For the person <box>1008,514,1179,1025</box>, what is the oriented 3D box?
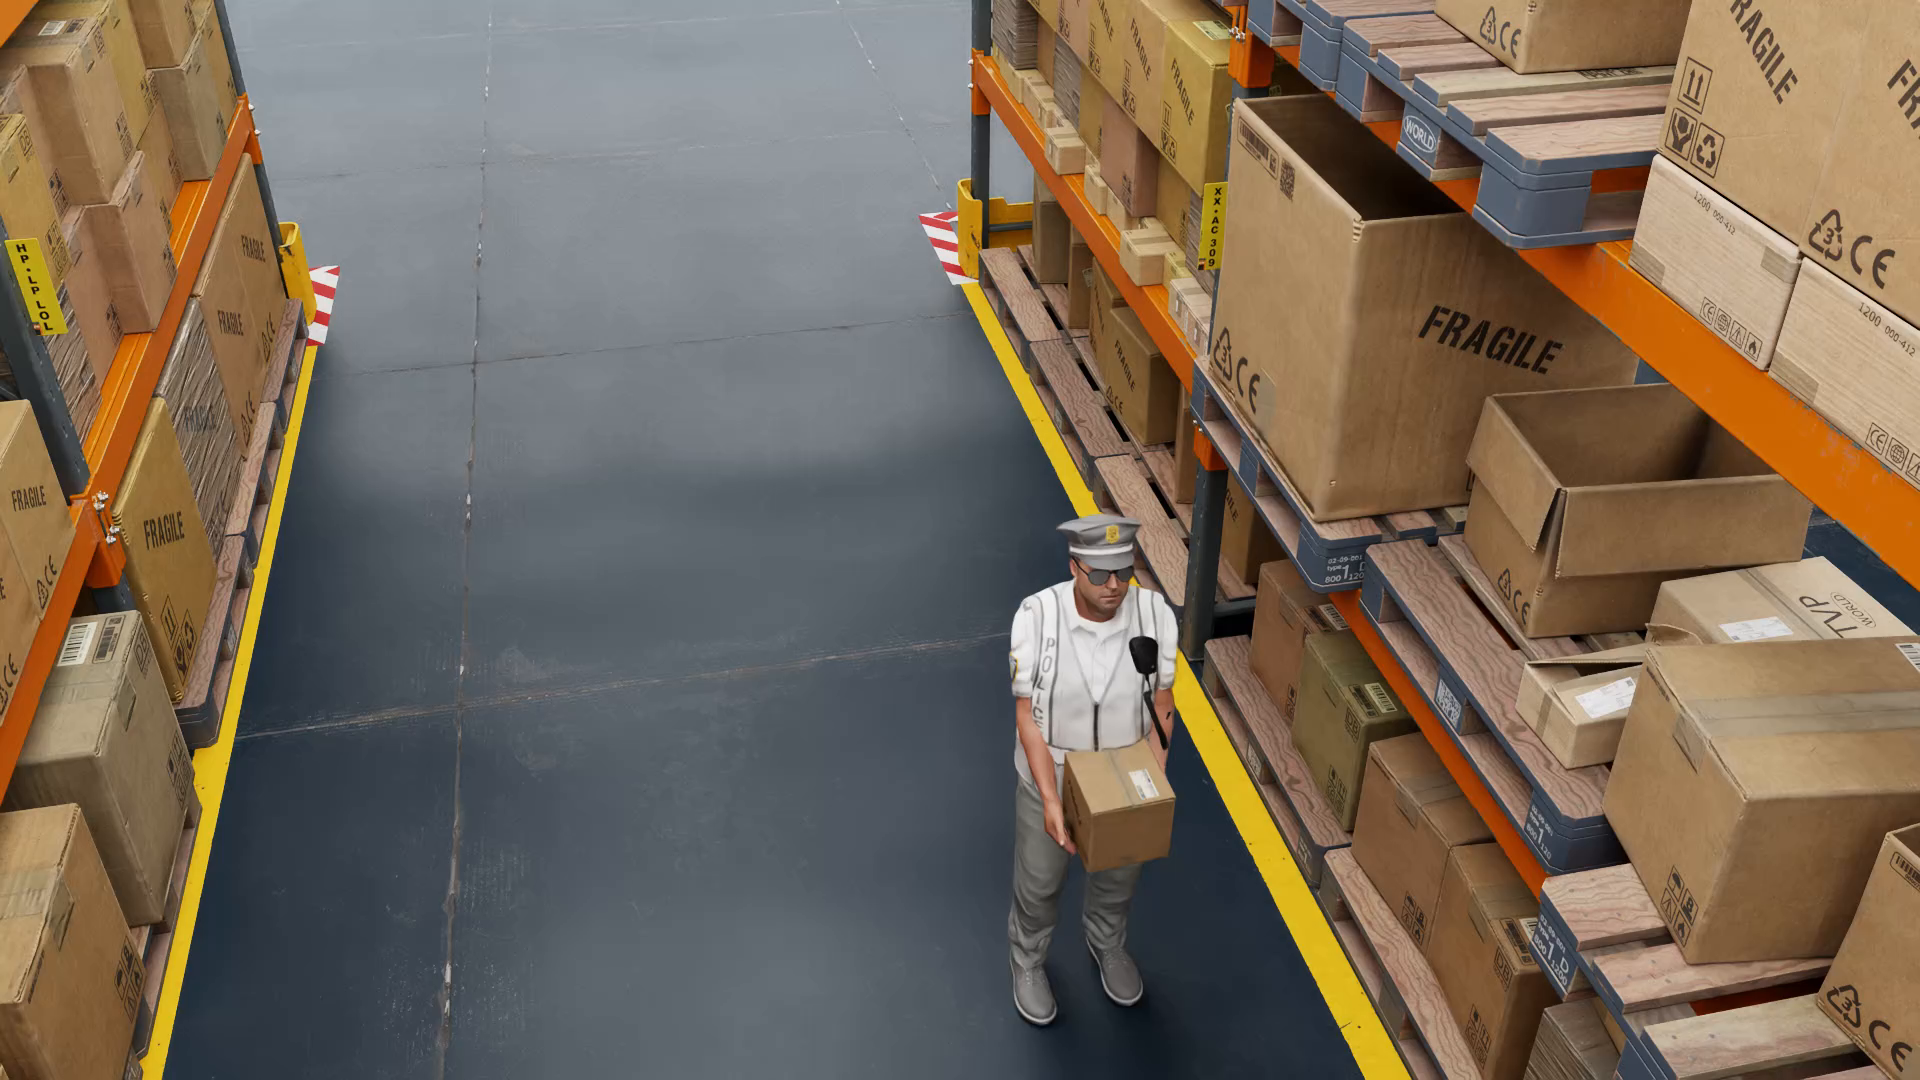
[{"bbox_3d":[0.408,0.732,5.027,0.503,1.780,0.555,-4,34,-6],"label":"person"}]
